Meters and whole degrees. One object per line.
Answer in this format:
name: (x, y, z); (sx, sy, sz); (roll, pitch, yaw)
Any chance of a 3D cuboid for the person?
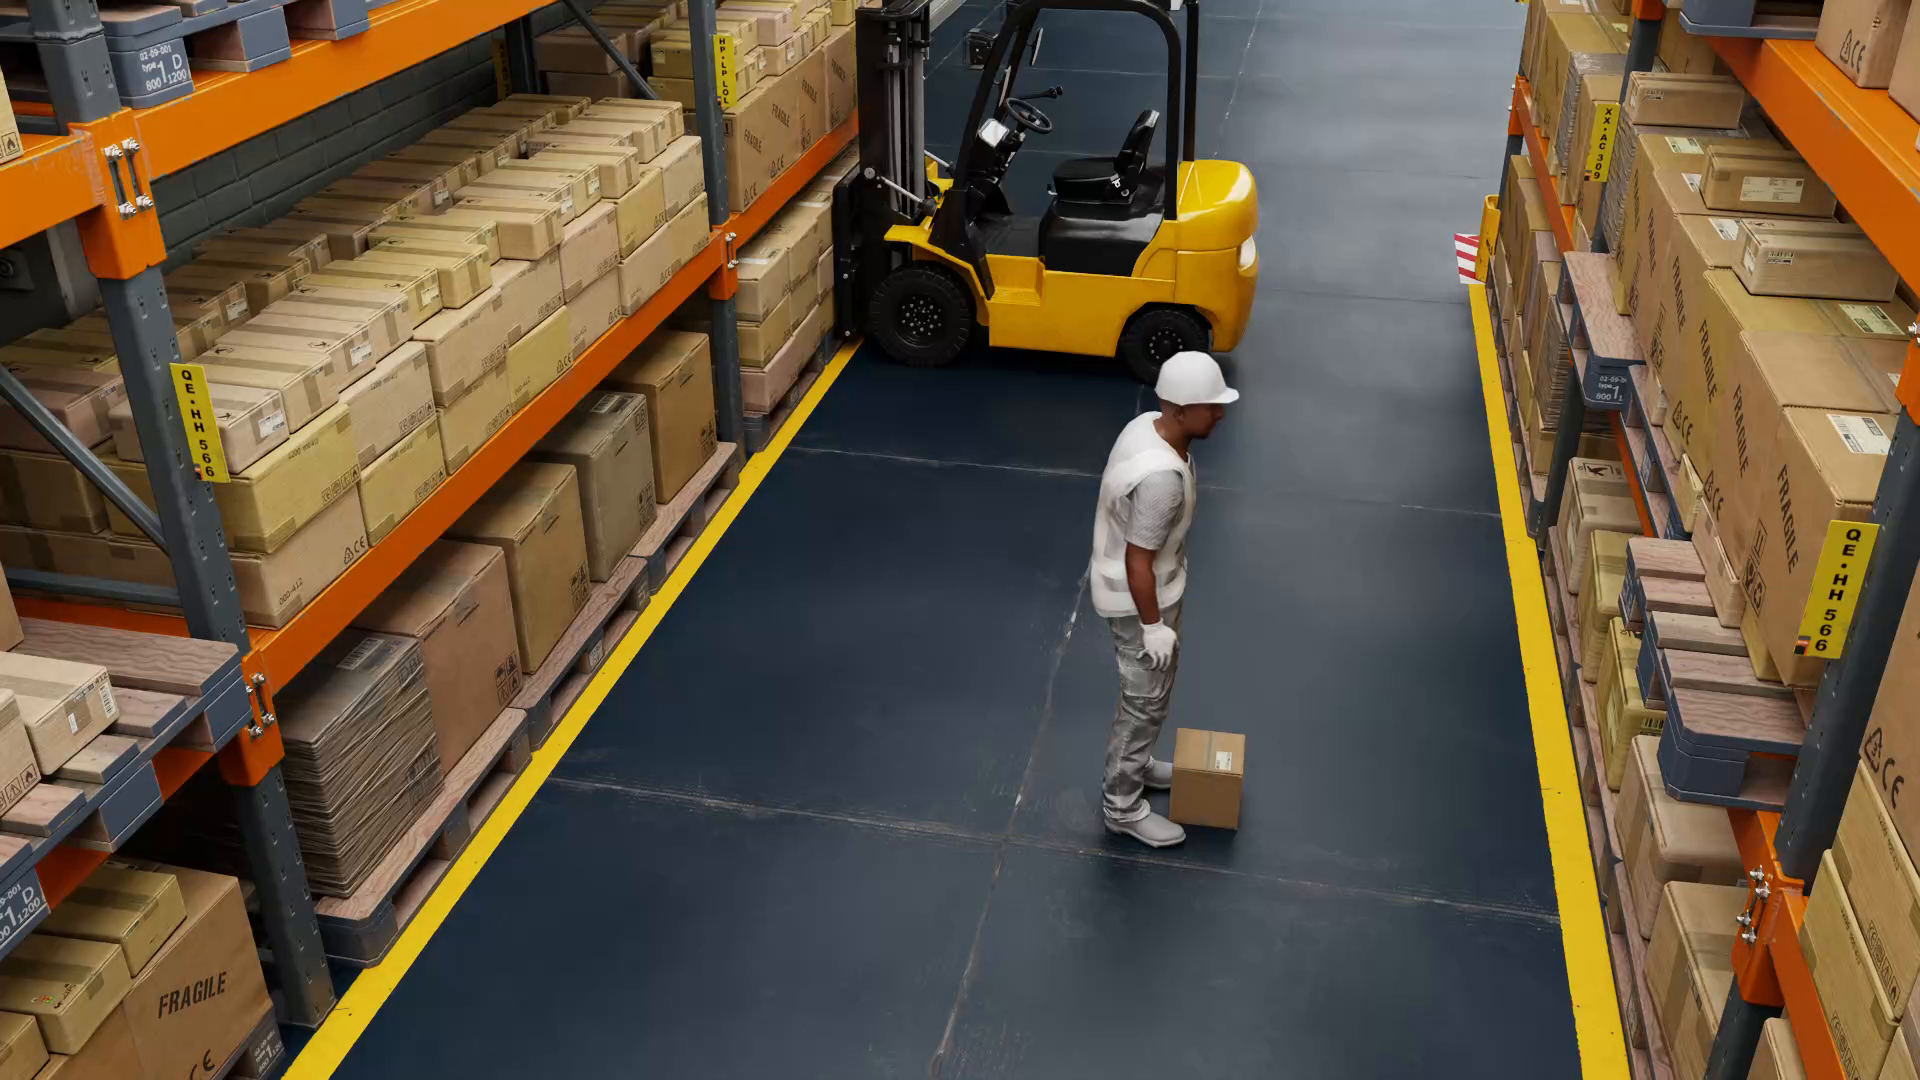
person: (0.681, 0.187, 5.769); (0.452, 1.774, 0.629); (5, 29, 9)
